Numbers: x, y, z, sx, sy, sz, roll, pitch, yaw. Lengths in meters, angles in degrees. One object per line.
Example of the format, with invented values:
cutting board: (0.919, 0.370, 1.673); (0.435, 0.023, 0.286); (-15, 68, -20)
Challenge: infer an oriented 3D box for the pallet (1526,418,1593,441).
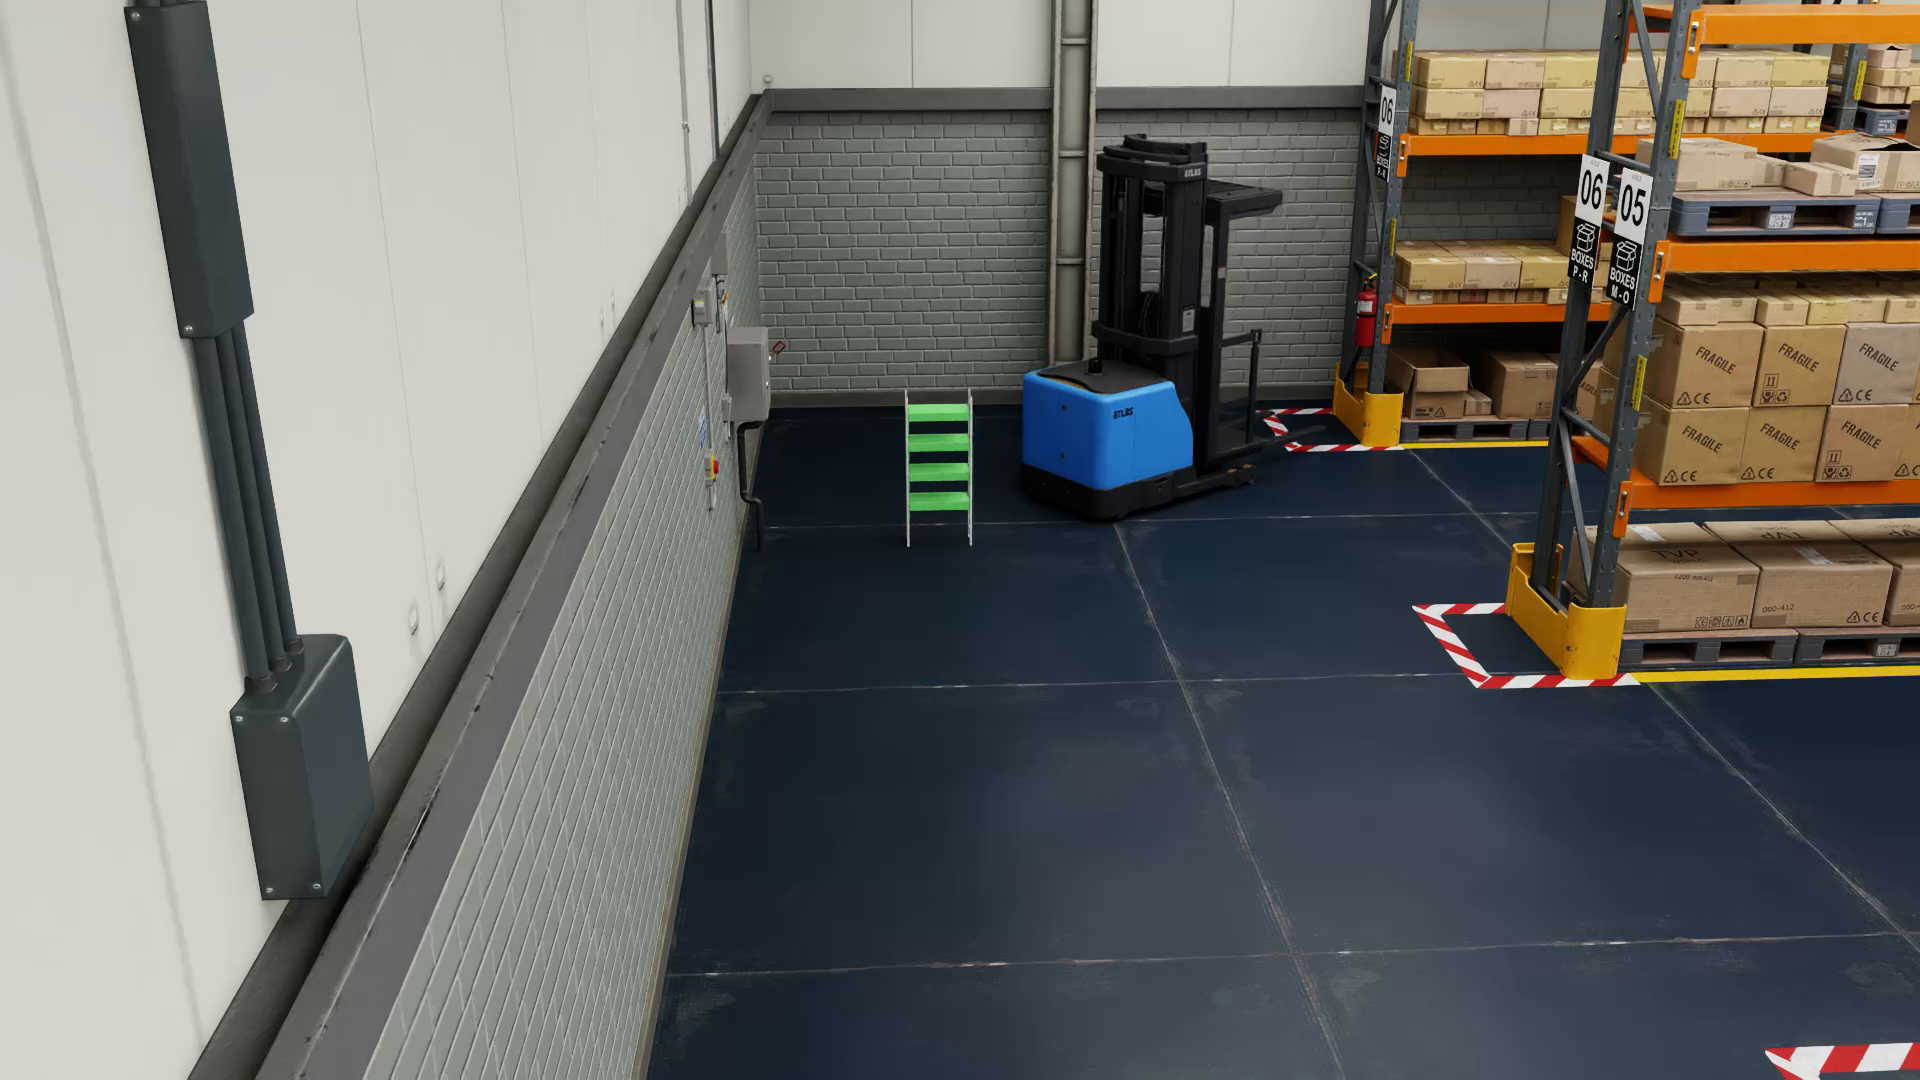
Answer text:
pallet: (5.885, -1.208, 15.998); (1.213, 0.211, 1.003); (-1, 21, -3)

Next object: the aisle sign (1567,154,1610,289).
aisle sign: (3.995, -2.030, 10.584); (0.004, 0.787, 0.394); (-1, 21, -3)

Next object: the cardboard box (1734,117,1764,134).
cardboard box: (6.936, -3.717, 14.805); (0.250, 0.149, 0.380); (0, 21, -1)

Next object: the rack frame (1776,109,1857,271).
rack frame: (7.791, -2.551, 15.605); (0.127, 3.000, 1.000); (-1, 21, -3)

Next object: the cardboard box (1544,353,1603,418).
cardboard box: (5.803, -1.455, 15.650); (0.500, 0.500, 0.500); (-1, 21, -2)

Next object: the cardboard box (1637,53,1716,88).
cardboard box: (6.289, -4.139, 14.650); (0.500, 0.250, 0.500); (-1, 21, -2)

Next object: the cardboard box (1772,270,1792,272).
cardboard box: (7.297, -2.523, 15.324); (0.500, 0.250, 0.500); (-1, 21, -2)

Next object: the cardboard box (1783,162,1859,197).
cardboard box: (5.184, -2.174, 10.023); (0.250, 0.149, 0.380); (0, 21, -1)

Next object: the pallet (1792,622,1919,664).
pallet: (6.094, 0.529, 11.435); (1.213, 0.211, 1.003); (-1, 21, -3)

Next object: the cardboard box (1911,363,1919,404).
cardboard box: (6.107, -1.166, 10.421); (0.500, 0.500, 0.500); (-1, 21, -3)

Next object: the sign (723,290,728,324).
sign: (-1.721, -1.695, 12.196); (0.001, 0.242, 0.339); (-1, 21, -3)

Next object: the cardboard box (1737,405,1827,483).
cardboard box: (5.084, -0.681, 10.554); (0.500, 0.500, 0.500); (-1, 21, -4)

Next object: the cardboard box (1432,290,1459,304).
cardboard box: (4.393, -2.283, 15.255); (0.250, 0.149, 0.380); (-1, 21, -2)

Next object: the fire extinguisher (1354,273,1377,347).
fire extinguisher: (3.677, -2.092, 15.033); (0.183, 0.674, 0.296); (-1, 21, -3)

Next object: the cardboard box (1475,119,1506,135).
cardboard box: (4.647, -3.692, 14.739); (0.250, 0.149, 0.380); (-1, 21, -3)

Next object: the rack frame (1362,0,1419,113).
rack frame: (3.798, -5.273, 14.324); (0.127, 3.000, 1.000); (-1, 21, -3)

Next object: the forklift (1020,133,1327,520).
forklift: (1.970, -1.946, 14.112); (3.031, 2.935, 1.130); (-16, 26, -36)

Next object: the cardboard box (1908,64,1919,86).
cardboard box: (8.377, -4.098, 14.658); (0.250, 0.149, 0.380); (-1, 21, -2)

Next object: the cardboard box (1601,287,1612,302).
cardboard box: (5.946, -2.312, 15.332); (0.250, 0.149, 0.380); (-1, 21, -3)

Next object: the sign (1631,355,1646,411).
sign: (4.111, -0.951, 10.074); (0.005, 0.325, 0.100); (-1, 21, -3)

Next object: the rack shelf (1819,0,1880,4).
rack shelf: (9.788, -4.872, 14.844); (4.000, 0.370, 1.077); (-1, 21, -3)

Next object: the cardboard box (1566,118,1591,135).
cardboard box: (5.406, -3.695, 14.748); (0.250, 0.149, 0.380); (-1, 21, -4)

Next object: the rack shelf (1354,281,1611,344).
rack shelf: (5.795, -2.174, 15.626); (4.000, 0.370, 1.077); (-1, 21, -3)

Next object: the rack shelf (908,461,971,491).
rack shelf: (-0.165, -0.498, 12.921); (0.480, 0.148, 0.258); (-1, 21, -3)

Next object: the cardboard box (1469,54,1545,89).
cardboard box: (4.764, -4.097, 14.542); (0.500, 0.250, 0.500); (-1, 21, -3)

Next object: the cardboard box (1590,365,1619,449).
cardboard box: (4.551, -0.857, 11.016); (0.500, 0.500, 0.500); (-1, 21, -3)

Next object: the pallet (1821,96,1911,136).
pallet: (8.446, -3.853, 15.074); (1.003, 0.211, 1.213); (-1, 21, -3)

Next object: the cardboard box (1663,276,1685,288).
cardboard box: (4.432, -1.602, 10.656); (0.250, 0.149, 0.380); (-1, 21, -2)

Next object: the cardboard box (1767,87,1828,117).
cardboard box: (7.324, -3.923, 14.786); (0.500, 0.250, 0.500); (-1, 21, -3)

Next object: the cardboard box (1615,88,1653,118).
cardboard box: (5.790, -3.895, 14.712); (0.500, 0.250, 0.500); (-1, 21, -4)

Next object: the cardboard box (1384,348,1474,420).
cardboard box: (4.414, -1.478, 15.705); (0.637, 0.503, 0.797); (-2, 21, -5)

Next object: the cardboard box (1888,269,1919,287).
cardboard box: (6.227, -1.666, 10.825); (0.250, 0.149, 0.380); (-1, 21, -3)

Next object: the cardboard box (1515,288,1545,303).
cardboard box: (5.174, -2.291, 15.277); (0.250, 0.149, 0.380); (-1, 21, -2)

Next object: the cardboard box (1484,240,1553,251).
cardboard box: (5.252, -2.661, 15.686); (0.500, 0.250, 0.500); (-1, 21, -1)

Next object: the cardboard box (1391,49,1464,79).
cardboard box: (4.226, -4.282, 15.027); (0.500, 0.250, 0.500); (-2, 21, -5)

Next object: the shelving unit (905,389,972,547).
shelving unit: (-0.165, -0.557, 12.899); (0.503, 1.200, 0.258); (-1, 21, -3)

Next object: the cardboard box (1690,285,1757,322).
cardboard box: (4.713, -1.463, 10.291); (0.250, 0.149, 0.380); (-1, 21, -2)

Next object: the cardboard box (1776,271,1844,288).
cardboard box: (5.456, -1.621, 10.707); (0.250, 0.149, 0.380); (-1, 21, -4)

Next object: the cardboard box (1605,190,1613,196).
cardboard box: (6.289, -3.034, 15.614); (0.500, 0.500, 0.500); (-2, 21, -5)

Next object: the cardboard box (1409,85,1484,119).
cardboard box: (4.257, -3.852, 14.600); (0.500, 0.250, 0.500); (-1, 21, -4)

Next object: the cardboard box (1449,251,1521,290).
cardboard box: (4.770, -2.462, 15.165); (0.500, 0.250, 0.500); (-1, 21, -2)

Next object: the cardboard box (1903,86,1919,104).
cardboard box: (8.373, -3.936, 14.650); (0.250, 0.149, 0.380); (-1, 21, -2)

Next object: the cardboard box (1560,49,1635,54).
cardboard box: (5.760, -4.307, 15.093); (0.500, 0.250, 0.500); (-1, 21, -3)

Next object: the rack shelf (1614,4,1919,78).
rack shelf: (6.082, -3.028, 9.999); (4.000, 0.370, 1.077); (-1, 21, -3)

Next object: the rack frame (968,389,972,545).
rack frame: (0.078, -0.562, 12.912); (0.015, 1.200, 0.240); (-1, 21, -3)

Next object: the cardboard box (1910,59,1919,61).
cardboard box: (8.850, -4.288, 15.157); (0.250, 0.149, 0.380); (-1, 21, -2)

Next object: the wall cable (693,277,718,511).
wall cable: (-1.543, -1.073, 10.252); (0.123, 1.953, 0.585); (-1, 21, -3)

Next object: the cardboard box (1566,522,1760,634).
cardboard box: (4.738, 0.246, 11.270); (0.875, 0.438, 0.875); (-2, 21, -5)

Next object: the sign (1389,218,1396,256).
sign: (3.829, -2.681, 14.731); (0.005, 0.325, 0.100); (-1, 21, -3)

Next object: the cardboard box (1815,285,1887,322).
cardboard box: (5.500, -1.463, 10.292); (0.250, 0.149, 0.380); (-1, 21, -3)

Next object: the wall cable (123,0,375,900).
wall cable: (-1.191, -2.603, 2.789); (0.120, 5.999, 2.277); (-1, 21, -3)

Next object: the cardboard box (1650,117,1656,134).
cardboard box: (6.171, -3.711, 14.790); (0.250, 0.149, 0.380); (-1, 21, -3)

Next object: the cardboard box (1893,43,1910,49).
cardboard box: (8.355, -4.459, 15.022); (0.258, 0.266, 0.396); (-1, 21, -3)
